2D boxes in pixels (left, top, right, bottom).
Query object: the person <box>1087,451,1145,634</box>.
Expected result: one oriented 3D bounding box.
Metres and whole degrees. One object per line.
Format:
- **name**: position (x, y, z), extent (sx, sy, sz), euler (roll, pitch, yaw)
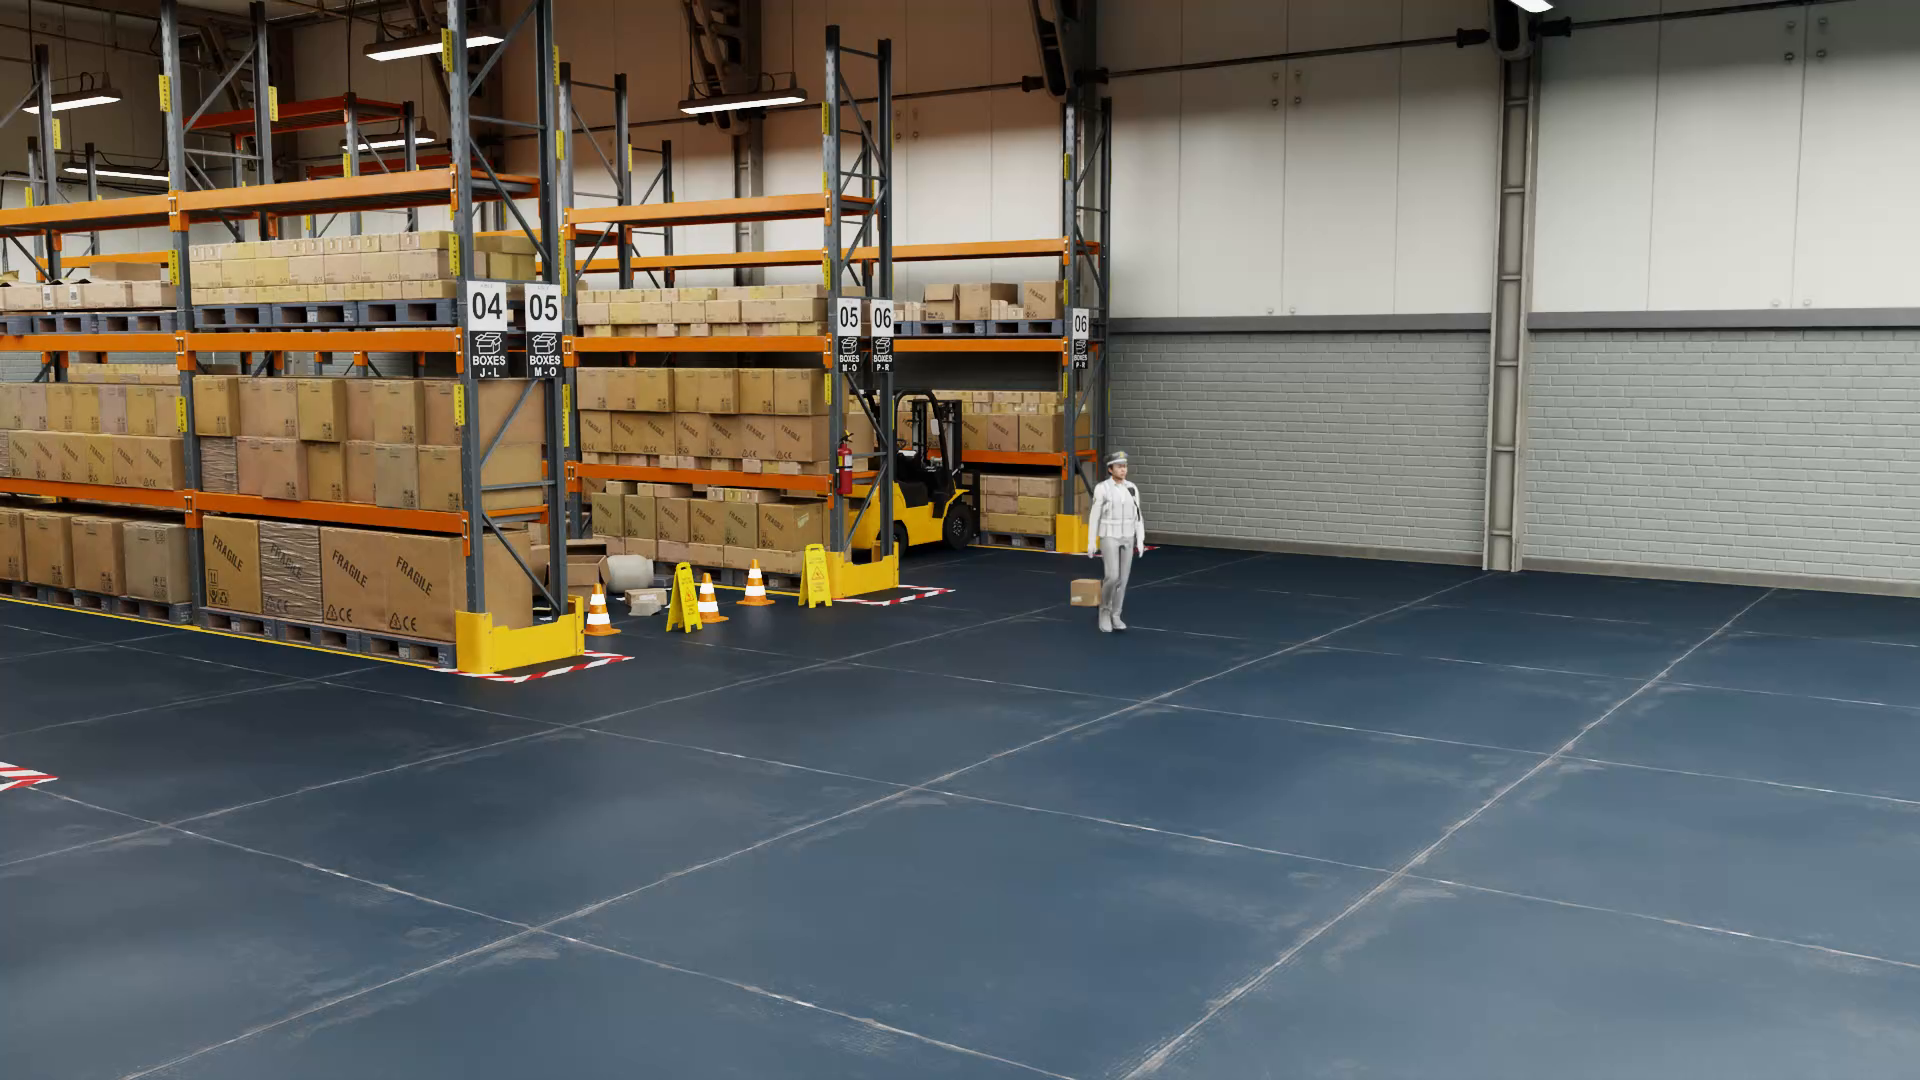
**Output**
- **person**: position (1.485, 0.022, 15.568), extent (0.519, 1.716, 0.445), euler (-3, 7, -21)
